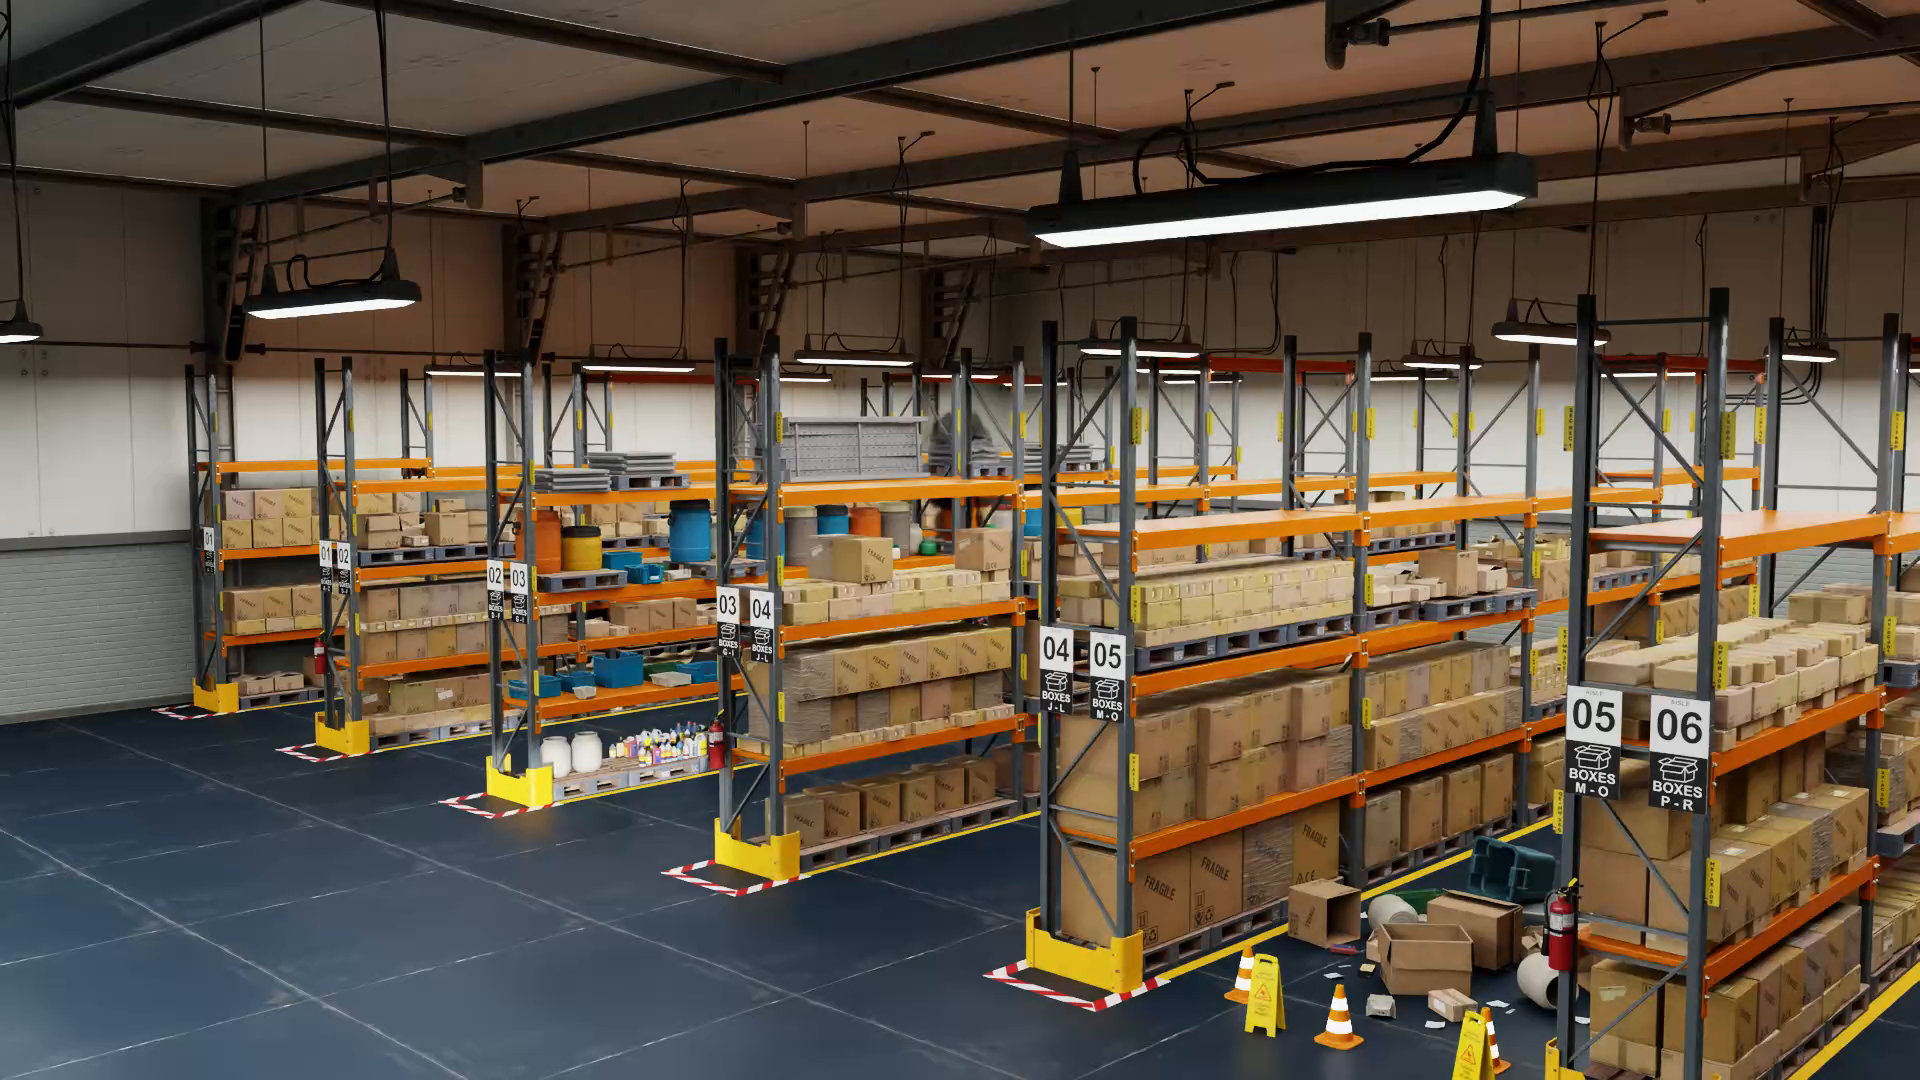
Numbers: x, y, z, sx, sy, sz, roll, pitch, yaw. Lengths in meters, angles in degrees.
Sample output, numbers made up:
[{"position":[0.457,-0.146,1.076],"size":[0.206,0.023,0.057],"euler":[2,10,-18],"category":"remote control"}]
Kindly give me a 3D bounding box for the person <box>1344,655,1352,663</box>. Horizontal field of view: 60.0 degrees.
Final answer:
[{"position":[5.689,2.484,23.956],"size":[0.639,1.711,0.678],"euler":[2,5,28],"category":"person"}]
